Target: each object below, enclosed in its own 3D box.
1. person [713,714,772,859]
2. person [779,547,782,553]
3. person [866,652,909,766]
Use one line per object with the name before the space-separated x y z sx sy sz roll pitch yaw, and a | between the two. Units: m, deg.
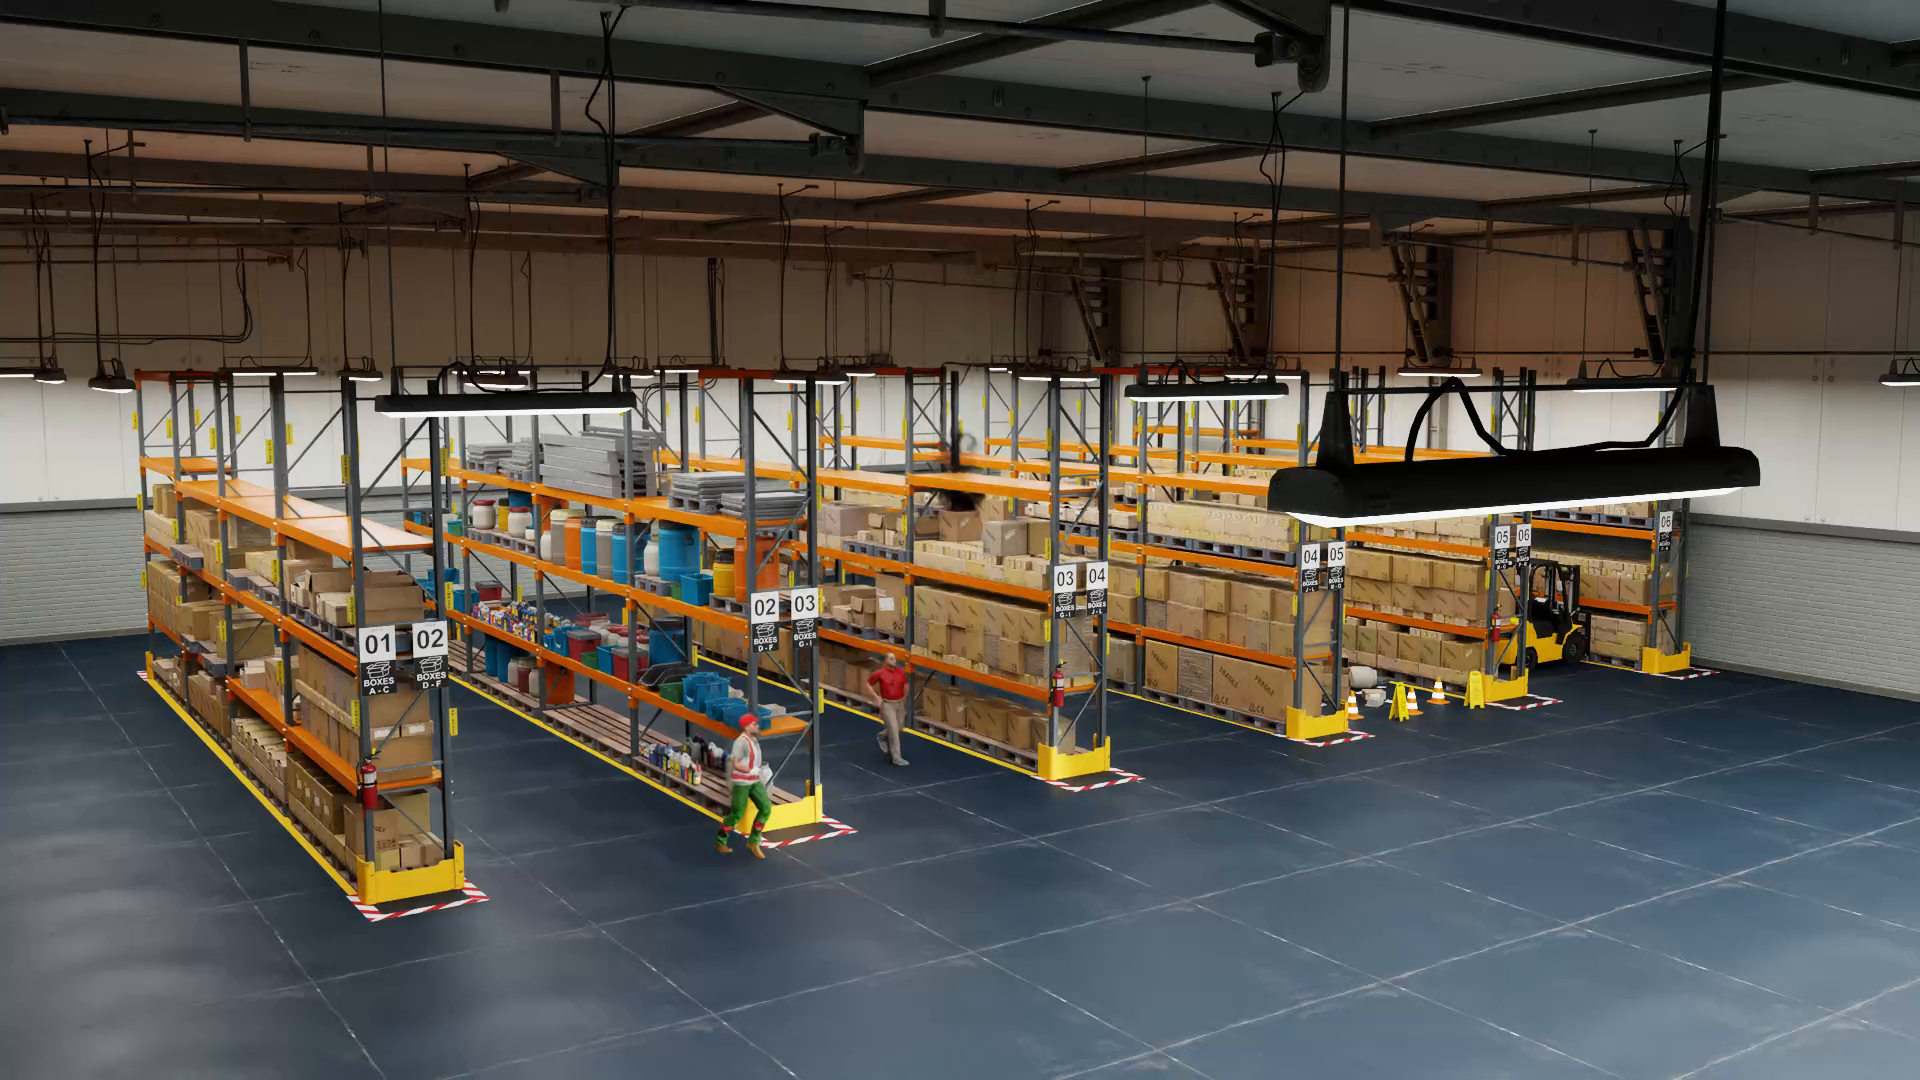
person | -2.708 3.088 20.991 0.715 1.792 0.692 2 7 20
person | -4.441 0.959 39.950 0.782 1.732 0.913 -1 7 -10
person | -1.073 2.573 25.726 0.673 1.699 0.944 -5 8 -39
